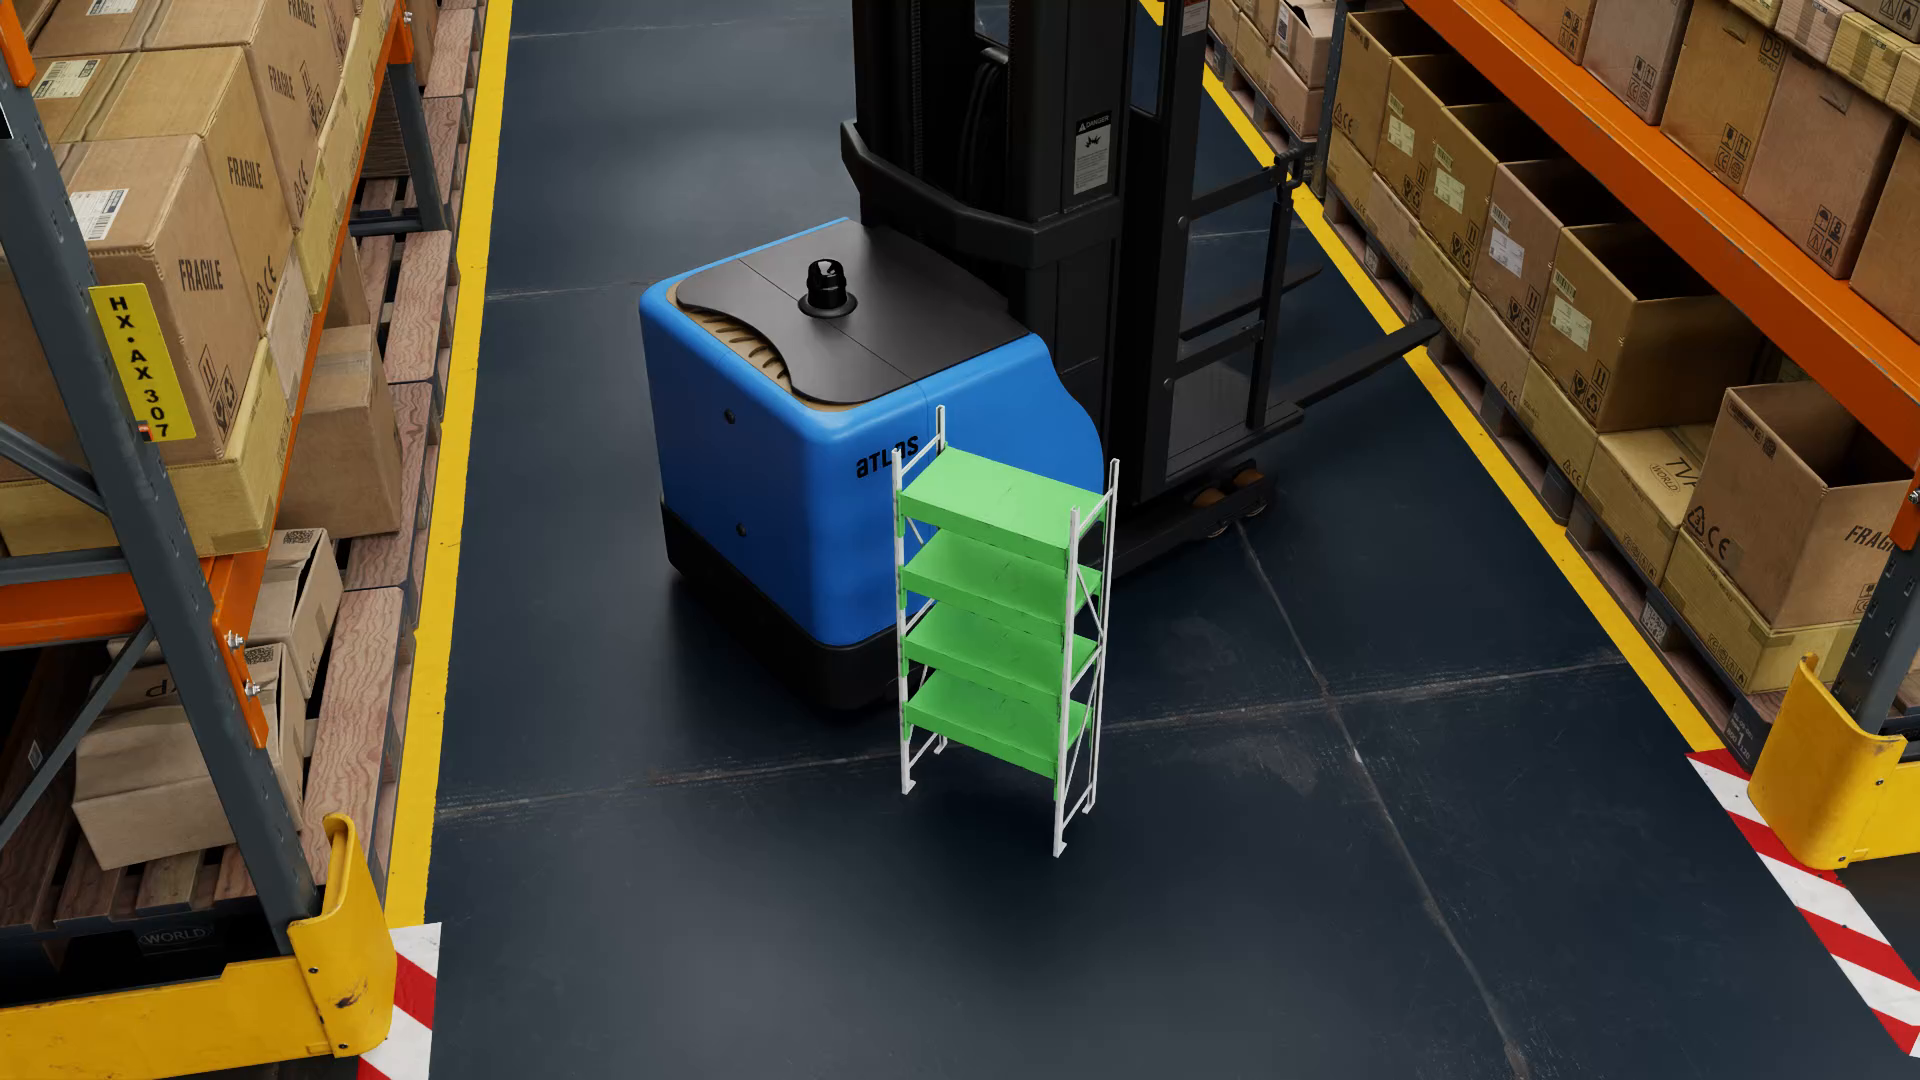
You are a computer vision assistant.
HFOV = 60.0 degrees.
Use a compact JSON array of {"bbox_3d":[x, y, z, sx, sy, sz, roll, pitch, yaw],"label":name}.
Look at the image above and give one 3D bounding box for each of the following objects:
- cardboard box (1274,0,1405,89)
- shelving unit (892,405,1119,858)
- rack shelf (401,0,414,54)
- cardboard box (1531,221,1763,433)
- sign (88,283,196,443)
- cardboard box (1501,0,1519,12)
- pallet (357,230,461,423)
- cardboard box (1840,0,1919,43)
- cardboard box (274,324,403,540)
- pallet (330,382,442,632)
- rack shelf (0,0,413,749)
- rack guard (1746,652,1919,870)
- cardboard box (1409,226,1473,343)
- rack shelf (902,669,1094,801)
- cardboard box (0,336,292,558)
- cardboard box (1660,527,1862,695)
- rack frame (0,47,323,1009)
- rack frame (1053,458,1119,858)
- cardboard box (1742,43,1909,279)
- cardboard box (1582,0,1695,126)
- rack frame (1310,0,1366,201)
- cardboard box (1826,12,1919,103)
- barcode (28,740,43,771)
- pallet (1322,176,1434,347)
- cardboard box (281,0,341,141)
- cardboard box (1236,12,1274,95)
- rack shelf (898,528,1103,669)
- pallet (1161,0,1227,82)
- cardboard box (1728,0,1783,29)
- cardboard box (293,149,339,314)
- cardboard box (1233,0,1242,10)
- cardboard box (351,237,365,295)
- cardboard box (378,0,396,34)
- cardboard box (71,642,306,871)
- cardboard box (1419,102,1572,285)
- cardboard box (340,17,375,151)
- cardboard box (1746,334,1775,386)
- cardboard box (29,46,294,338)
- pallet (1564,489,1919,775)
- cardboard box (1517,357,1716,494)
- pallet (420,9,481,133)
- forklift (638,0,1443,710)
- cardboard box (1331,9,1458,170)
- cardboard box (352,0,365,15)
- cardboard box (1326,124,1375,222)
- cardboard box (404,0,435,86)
[{"bbox_3d":[1.810,-2.382,7.812,0.500,0.311,0.500,-6,38,-8],"label":"cardboard box"},{"bbox_3d":[0.110,0.269,4.426,0.503,1.200,0.258,19,42,23],"label":"shelving unit"},{"bbox_3d":[-3.064,-3.255,8.081,1.077,0.370,4.000,-6,38,-8],"label":"rack shelf"},{"bbox_3d":[2.287,-0.721,5.520,0.500,0.500,0.500,-6,38,-8],"label":"cardboard box"},{"bbox_3d":[-1.478,-0.316,3.006,0.100,0.325,0.005,-6,38,-8],"label":"sign"},{"bbox_3d":[2.346,-2.321,6.210,0.700,0.500,0.500,-7,38,-8],"label":"cardboard box"},{"bbox_3d":[-2.561,-0.828,6.644,1.003,0.211,1.213,-6,38,-8],"label":"pallet"},{"bbox_3d":[2.688,-1.634,4.270,0.700,0.500,0.500,-7,38,-9],"label":"cardboard box"},{"bbox_3d":[-2.224,-0.322,5.399,0.700,0.500,0.500,-9,39,-11],"label":"cardboard box"},{"bbox_3d":[-2.344,-0.090,5.693,1.003,0.211,1.213,-6,38,-8],"label":"pallet"},{"bbox_3d":[-2.363,-0.839,4.971,1.077,0.370,4.000,-6,38,-8],"label":"rack shelf"},{"bbox_3d":[2.868,0.551,4.633,1.175,0.500,0.348,-6,38,-8],"label":"rack guard"},{"bbox_3d":[2.111,-1.028,6.528,0.500,0.250,0.500,-6,38,-8],"label":"cardboard box"},{"bbox_3d":[0.110,0.509,4.613,0.480,0.148,0.258,19,42,23],"label":"rack shelf"},{"bbox_3d":[-1.785,-0.193,3.659,0.500,0.250,0.500,-7,38,-9],"label":"cardboard box"},{"bbox_3d":[2.479,0.178,4.975,0.500,0.250,0.500,-6,38,-8],"label":"cardboard box"},{"bbox_3d":[-2.012,0.085,3.196,1.000,3.000,0.127,-6,38,-8],"label":"rack frame"},{"bbox_3d":[0.323,0.341,4.333,0.015,1.200,0.240,19,42,23],"label":"rack frame"},{"bbox_3d":[2.698,-1.090,4.626,0.700,0.500,0.500,-5,38,-7],"label":"cardboard box"},{"bbox_3d":[2.521,-1.708,5.422,0.700,0.500,0.500,-5,38,-7],"label":"cardboard box"},{"bbox_3d":[2.163,-2.866,6.994,1.000,3.000,0.127,-6,38,-8],"label":"rack frame"},{"bbox_3d":[2.517,-1.269,4.328,0.380,0.149,0.250,-7,38,-9],"label":"cardboard box"},{"bbox_3d":[-2.442,0.574,4.392,0.001,0.075,0.075,-6,38,-8],"label":"barcode"},{"bbox_3d":[2.261,-1.280,7.226,1.003,0.211,1.213,-6,38,-8],"label":"pallet"},{"bbox_3d":[-2.064,-1.404,4.606,0.500,0.500,0.500,-5,38,-7],"label":"cardboard box"},{"bbox_3d":[1.718,-2.471,8.385,0.500,0.250,0.500,-7,38,-9],"label":"cardboard box"},{"bbox_3d":[0.110,0.129,4.318,0.480,0.148,0.258,19,42,23],"label":"rack shelf"},{"bbox_3d":[1.778,-2.944,9.368,1.003,0.211,1.213,-6,38,-8],"label":"pallet"},{"bbox_3d":[2.429,-1.579,4.728,0.380,0.149,0.250,-5,38,-7],"label":"cardboard box"},{"bbox_3d":[-1.974,-0.813,4.458,0.500,0.250,0.500,-7,38,-9],"label":"cardboard box"},{"bbox_3d":[1.627,-2.997,8.604,0.500,0.311,0.500,-6,38,-8],"label":"cardboard box"},{"bbox_3d":[-2.590,-1.066,6.628,0.380,0.166,0.250,-11,39,-14],"label":"cardboard box"},{"bbox_3d":[-2.332,-2.026,6.019,0.500,0.250,0.500,-6,38,-8],"label":"cardboard box"},{"bbox_3d":[-2.045,0.545,4.436,0.500,0.311,0.500,-10,39,-13],"label":"cardboard box"},{"bbox_3d":[2.111,-1.325,6.298,0.500,0.500,0.500,-6,38,-8],"label":"cardboard box"},{"bbox_3d":[-2.150,-1.422,5.242,0.500,0.250,0.500,-6,38,-8],"label":"cardboard box"},{"bbox_3d":[2.799,-0.777,5.592,0.500,0.500,0.500,-6,38,-8],"label":"cardboard box"},{"bbox_3d":[-1.877,-0.780,3.804,0.500,0.500,0.500,-6,38,-8],"label":"cardboard box"},{"bbox_3d":[2.689,0.193,5.329,1.003,0.211,1.213,-6,38,-8],"label":"pallet"},{"bbox_3d":[2.290,-0.425,5.751,0.500,0.250,0.500,-6,38,-8],"label":"cardboard box"},{"bbox_3d":[-3.069,-2.439,8.717,1.003,0.211,1.213,-6,38,-8],"label":"pallet"},{"bbox_3d":[0.488,-1.396,5.158,3.031,2.935,1.130,-26,45,-30],"label":"forklift"},{"bbox_3d":[1.936,-1.929,7.075,0.500,0.500,0.500,-6,38,-8],"label":"cardboard box"},{"bbox_3d":[-2.233,-2.023,5.404,0.500,0.500,0.500,-6,38,-8],"label":"cardboard box"},{"bbox_3d":[1.946,-1.634,7.307,0.500,0.250,0.500,-6,38,-8],"label":"cardboard box"},{"bbox_3d":[-3.049,-2.580,8.305,0.700,0.500,0.500,-6,38,-7],"label":"cardboard box"}]
